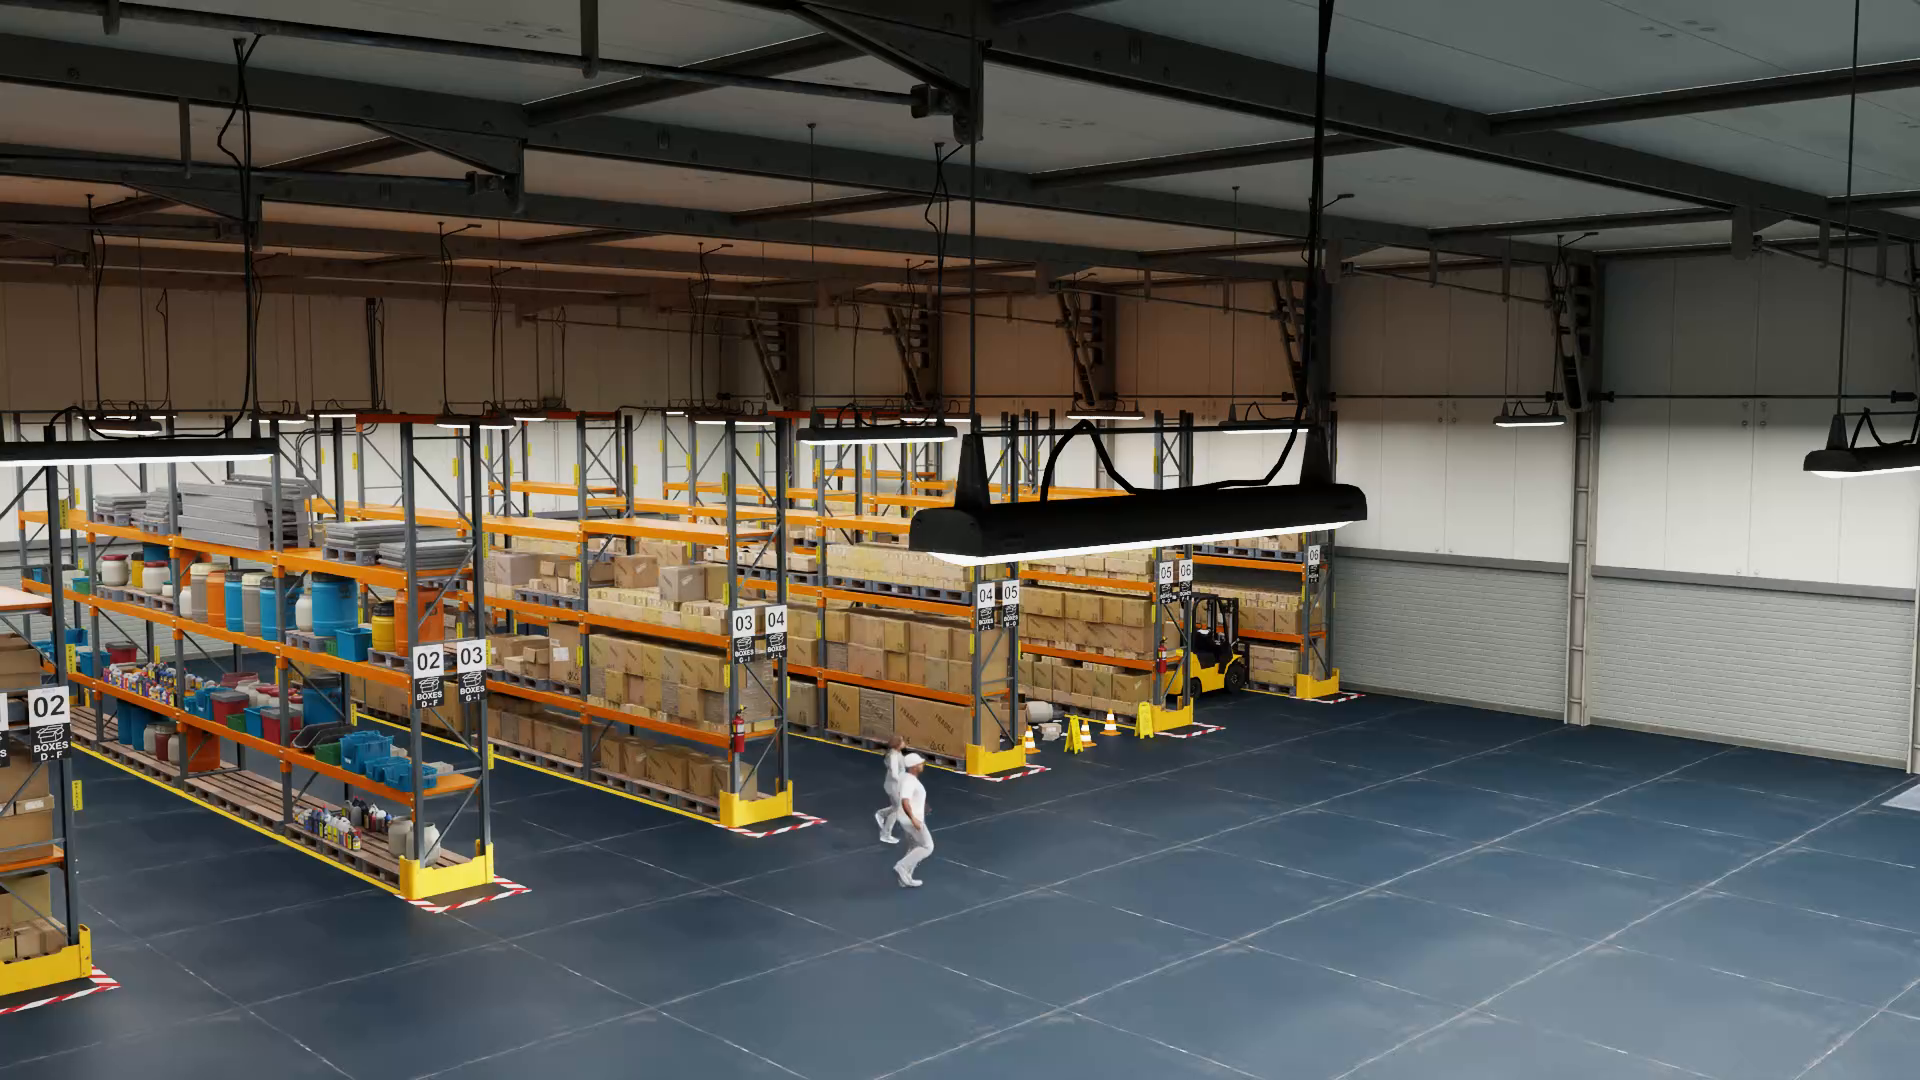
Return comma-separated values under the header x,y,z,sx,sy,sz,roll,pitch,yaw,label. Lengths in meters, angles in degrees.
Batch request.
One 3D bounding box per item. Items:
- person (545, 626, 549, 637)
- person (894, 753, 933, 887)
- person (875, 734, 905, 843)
x,y,z,sx,sy,sz,roll,pitch,yaw,label
-10.198,1.855,41.736,0.669,1.730,0.952,5,7,45,person
-0.603,3.606,21.447,0.575,1.728,0.699,-1,5,-15,person
-0.914,3.516,23.600,0.604,1.561,0.572,0,5,1,person
